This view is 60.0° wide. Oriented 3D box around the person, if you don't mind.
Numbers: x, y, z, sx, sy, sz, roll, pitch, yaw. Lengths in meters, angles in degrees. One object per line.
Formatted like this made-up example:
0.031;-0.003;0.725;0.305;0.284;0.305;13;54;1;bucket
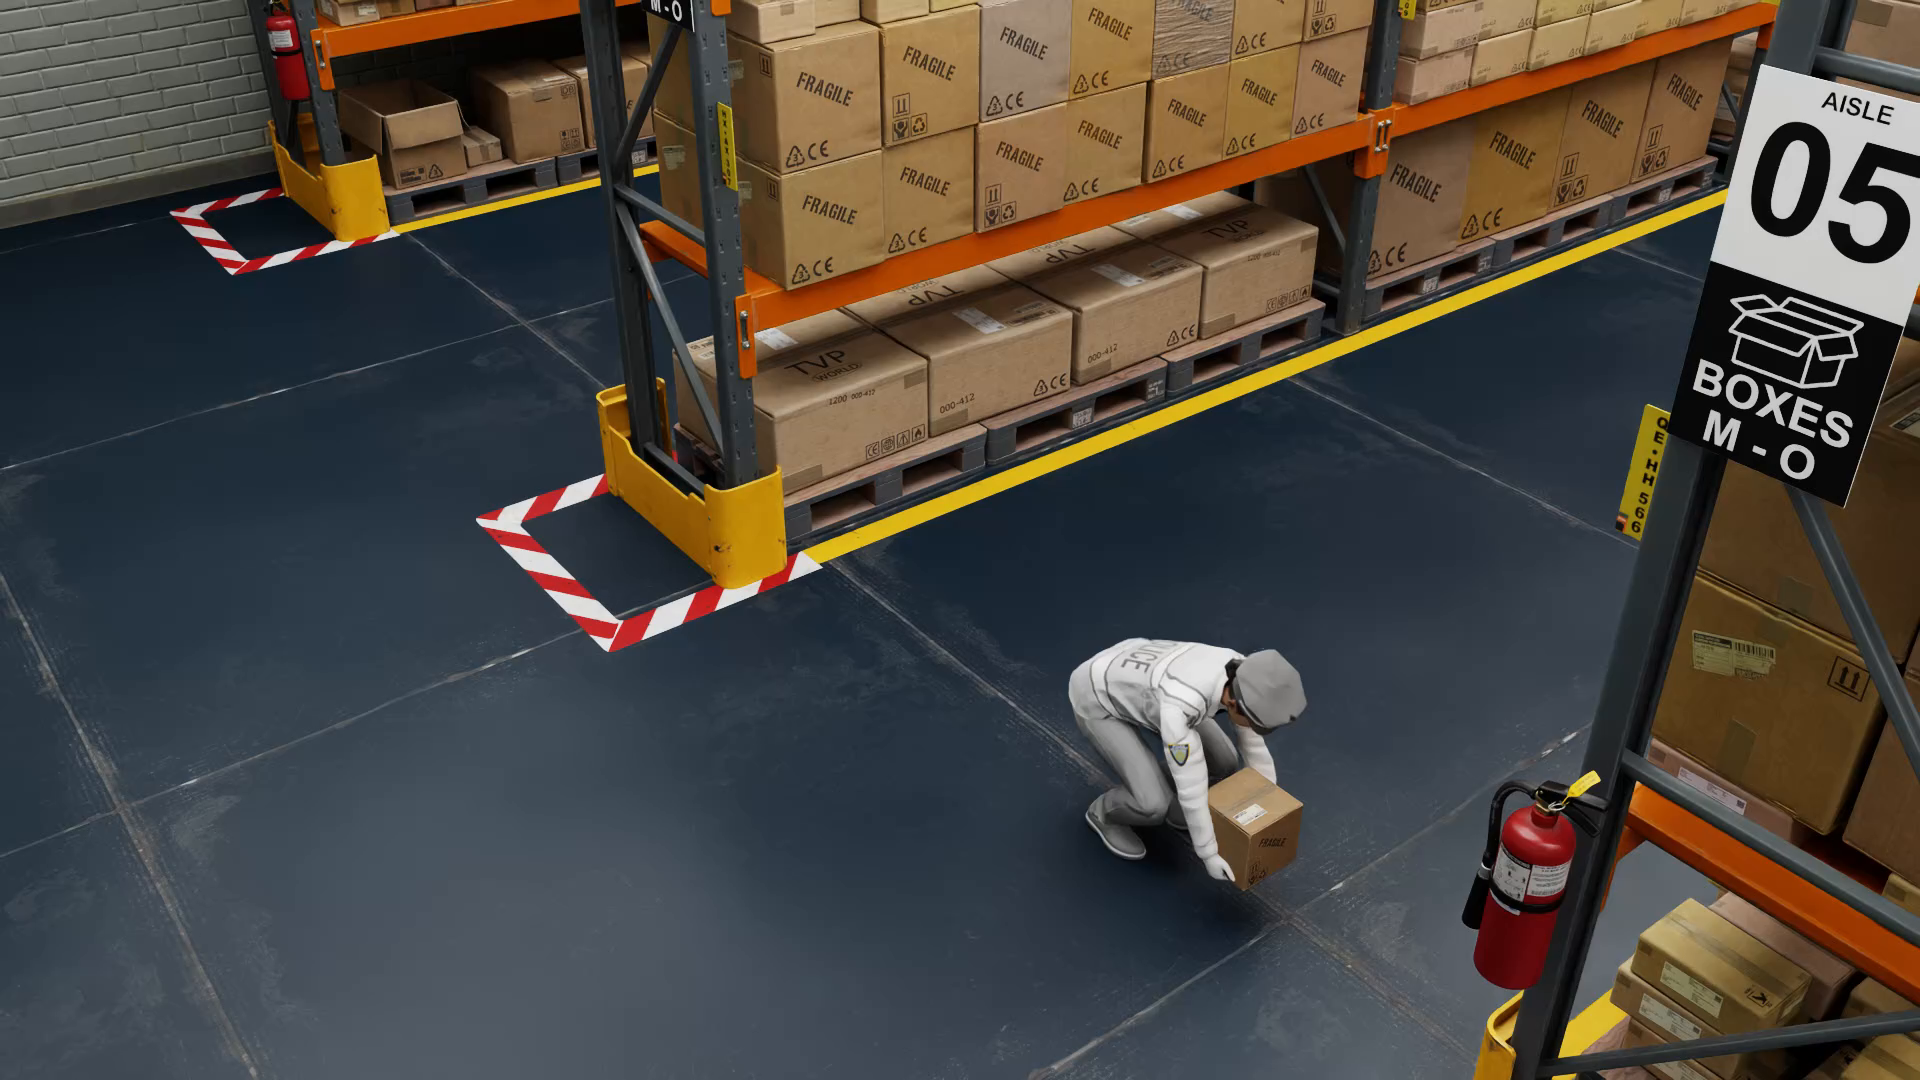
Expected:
0.754;0.689;5.700;0.459;0.979;0.869;-24;39;-32;person
